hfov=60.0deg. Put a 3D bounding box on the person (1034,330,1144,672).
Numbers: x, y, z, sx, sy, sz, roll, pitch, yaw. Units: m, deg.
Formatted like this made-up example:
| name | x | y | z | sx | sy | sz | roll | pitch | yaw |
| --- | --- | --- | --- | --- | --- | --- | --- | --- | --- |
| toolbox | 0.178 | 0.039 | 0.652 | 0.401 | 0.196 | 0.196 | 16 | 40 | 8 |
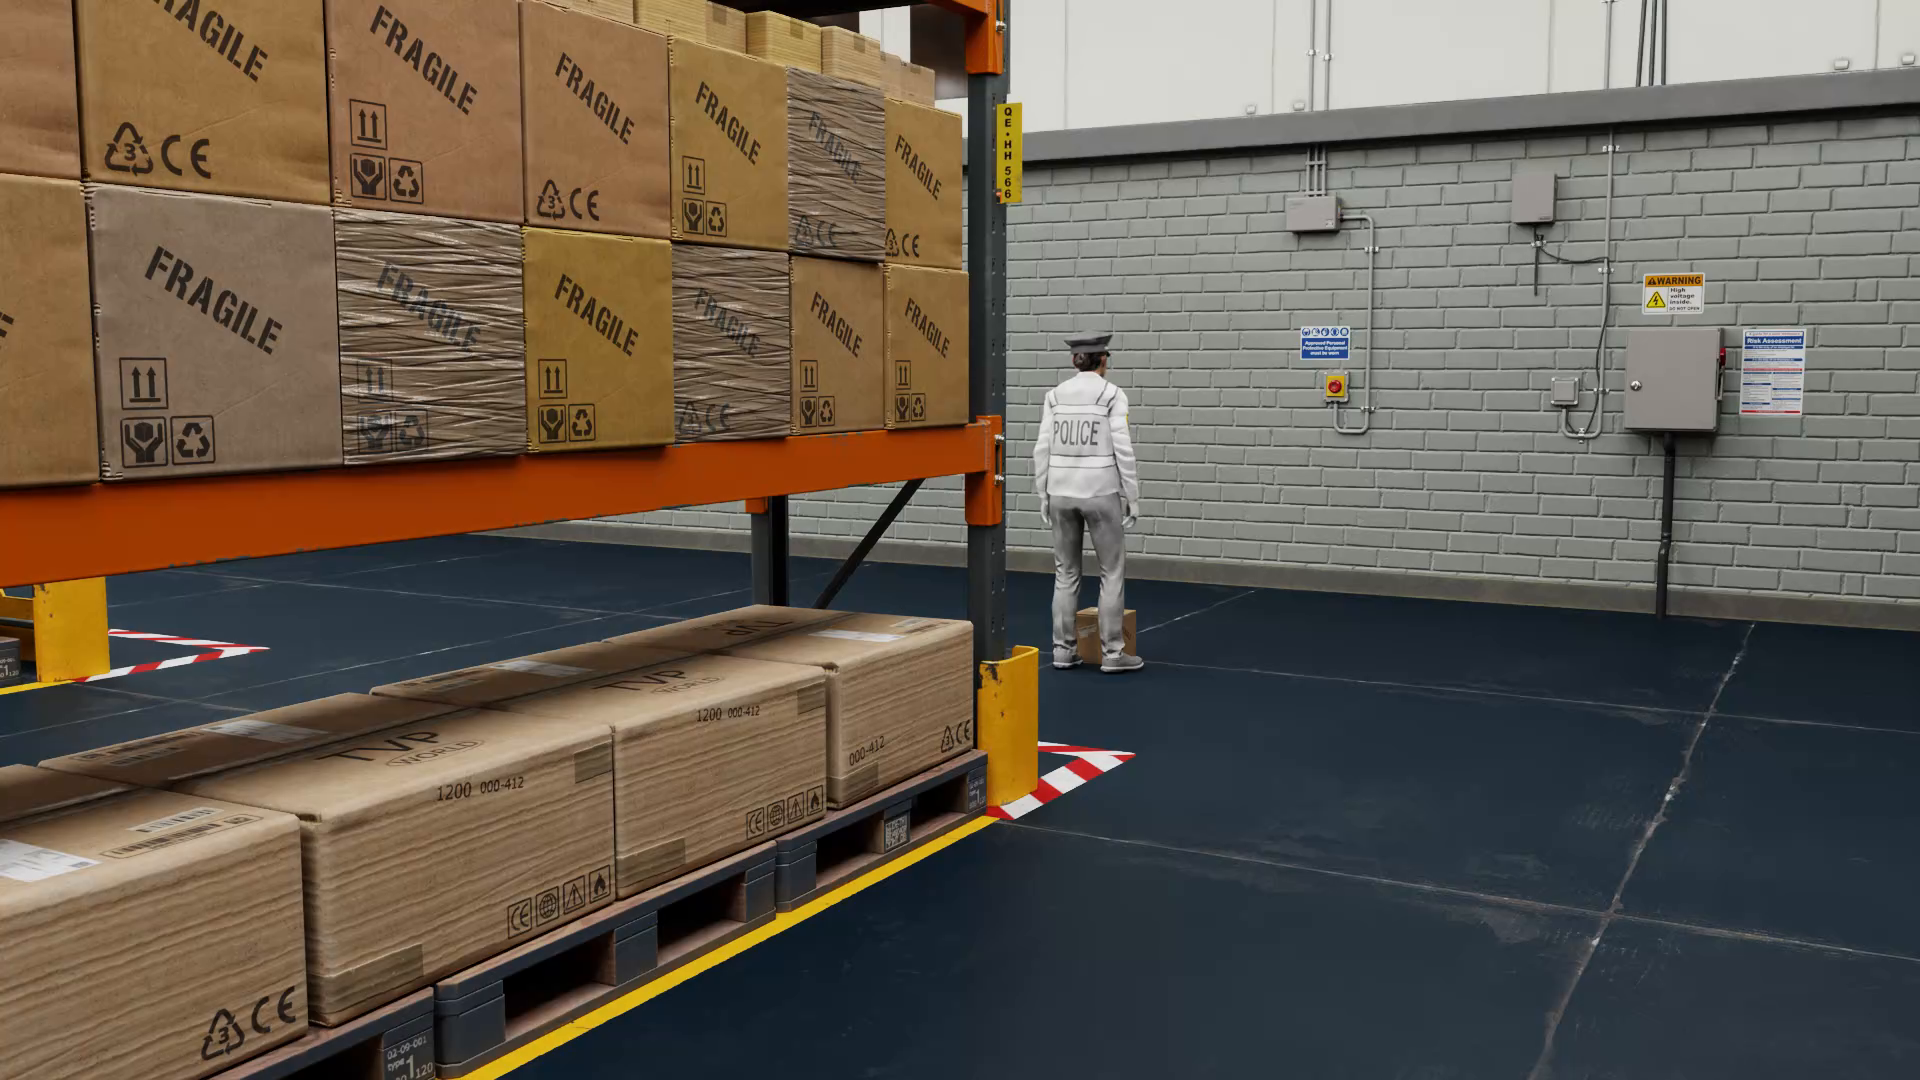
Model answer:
| name | x | y | z | sx | sy | sz | roll | pitch | yaw |
| --- | --- | --- | --- | --- | --- | --- | --- | --- | --- |
| person | 0.625 | -0.192 | 8.162 | 0.533 | 1.663 | 0.379 | 3 | 7 | 28 |
